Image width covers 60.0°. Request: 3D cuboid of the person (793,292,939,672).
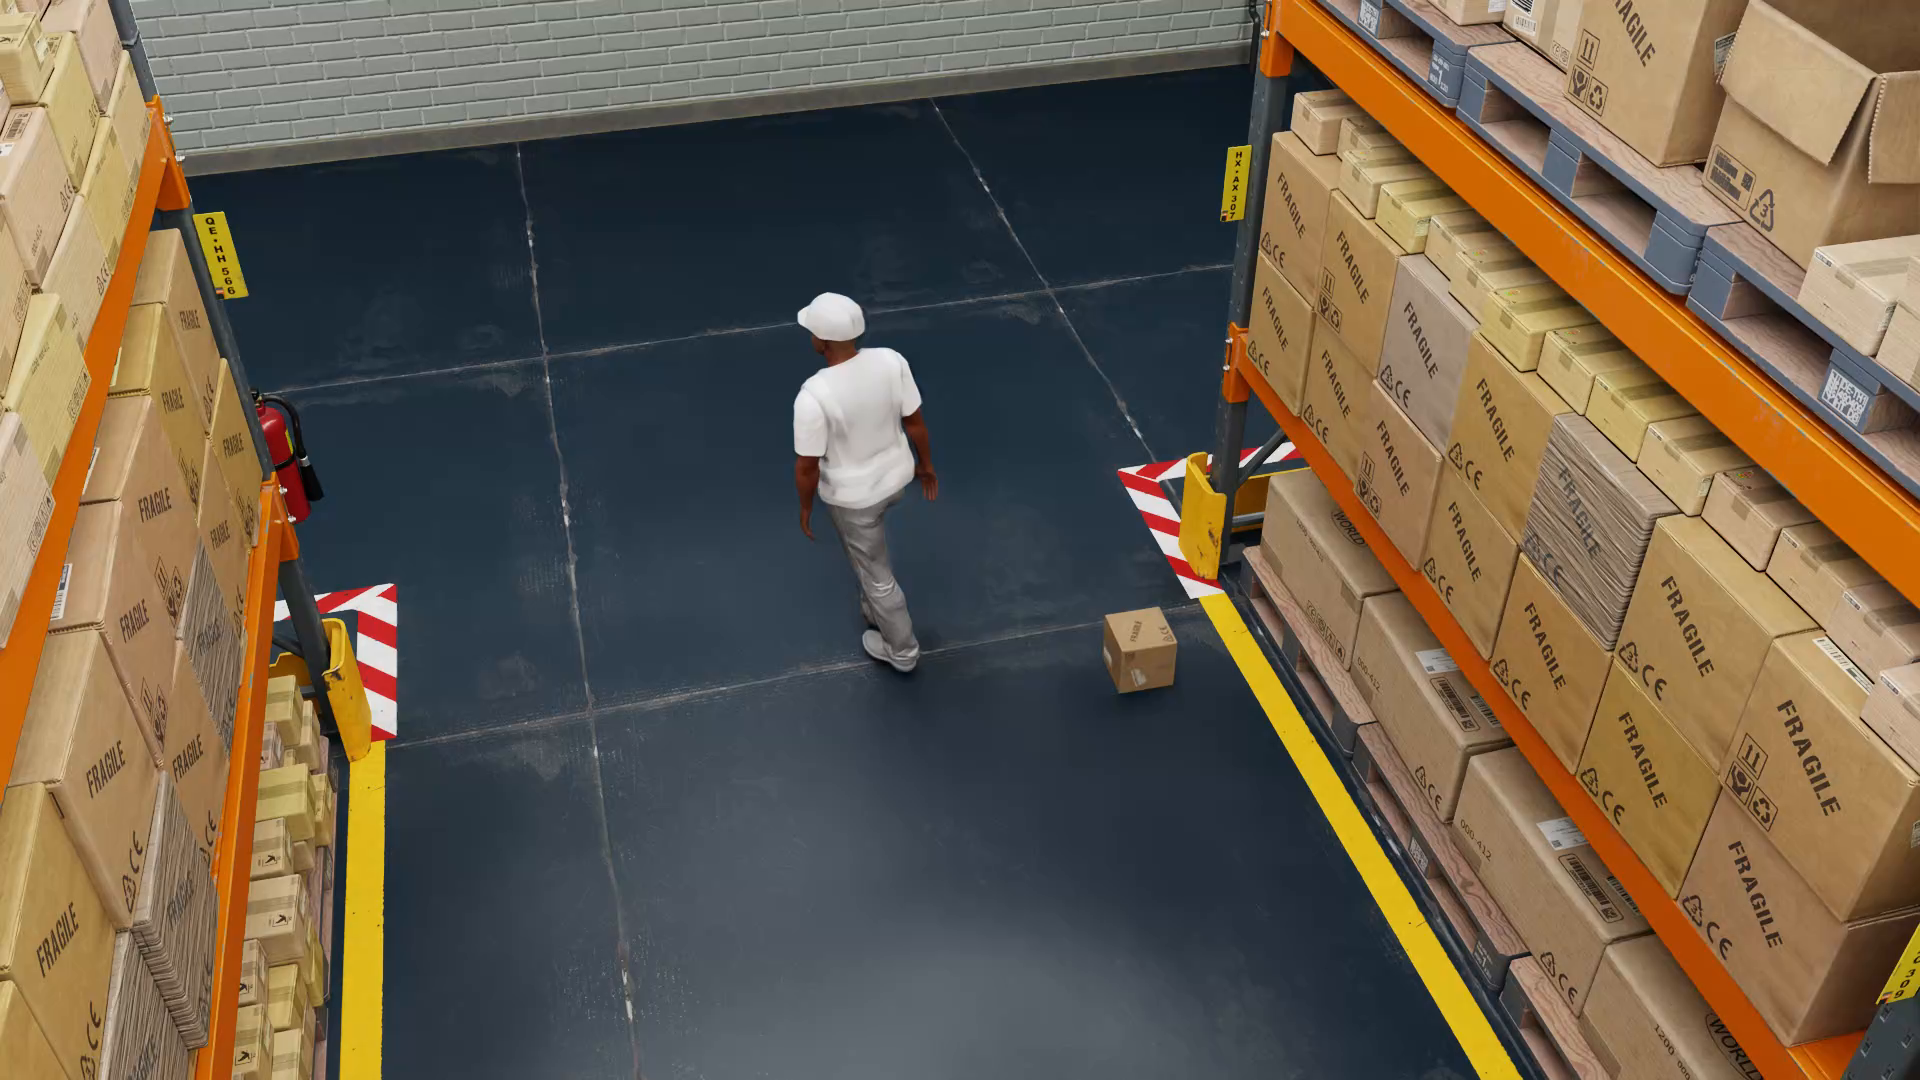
[{"bbox_3d":[-0.394,-0.204,6.966,0.570,1.784,0.606,31,47,33],"label":"person"}]
